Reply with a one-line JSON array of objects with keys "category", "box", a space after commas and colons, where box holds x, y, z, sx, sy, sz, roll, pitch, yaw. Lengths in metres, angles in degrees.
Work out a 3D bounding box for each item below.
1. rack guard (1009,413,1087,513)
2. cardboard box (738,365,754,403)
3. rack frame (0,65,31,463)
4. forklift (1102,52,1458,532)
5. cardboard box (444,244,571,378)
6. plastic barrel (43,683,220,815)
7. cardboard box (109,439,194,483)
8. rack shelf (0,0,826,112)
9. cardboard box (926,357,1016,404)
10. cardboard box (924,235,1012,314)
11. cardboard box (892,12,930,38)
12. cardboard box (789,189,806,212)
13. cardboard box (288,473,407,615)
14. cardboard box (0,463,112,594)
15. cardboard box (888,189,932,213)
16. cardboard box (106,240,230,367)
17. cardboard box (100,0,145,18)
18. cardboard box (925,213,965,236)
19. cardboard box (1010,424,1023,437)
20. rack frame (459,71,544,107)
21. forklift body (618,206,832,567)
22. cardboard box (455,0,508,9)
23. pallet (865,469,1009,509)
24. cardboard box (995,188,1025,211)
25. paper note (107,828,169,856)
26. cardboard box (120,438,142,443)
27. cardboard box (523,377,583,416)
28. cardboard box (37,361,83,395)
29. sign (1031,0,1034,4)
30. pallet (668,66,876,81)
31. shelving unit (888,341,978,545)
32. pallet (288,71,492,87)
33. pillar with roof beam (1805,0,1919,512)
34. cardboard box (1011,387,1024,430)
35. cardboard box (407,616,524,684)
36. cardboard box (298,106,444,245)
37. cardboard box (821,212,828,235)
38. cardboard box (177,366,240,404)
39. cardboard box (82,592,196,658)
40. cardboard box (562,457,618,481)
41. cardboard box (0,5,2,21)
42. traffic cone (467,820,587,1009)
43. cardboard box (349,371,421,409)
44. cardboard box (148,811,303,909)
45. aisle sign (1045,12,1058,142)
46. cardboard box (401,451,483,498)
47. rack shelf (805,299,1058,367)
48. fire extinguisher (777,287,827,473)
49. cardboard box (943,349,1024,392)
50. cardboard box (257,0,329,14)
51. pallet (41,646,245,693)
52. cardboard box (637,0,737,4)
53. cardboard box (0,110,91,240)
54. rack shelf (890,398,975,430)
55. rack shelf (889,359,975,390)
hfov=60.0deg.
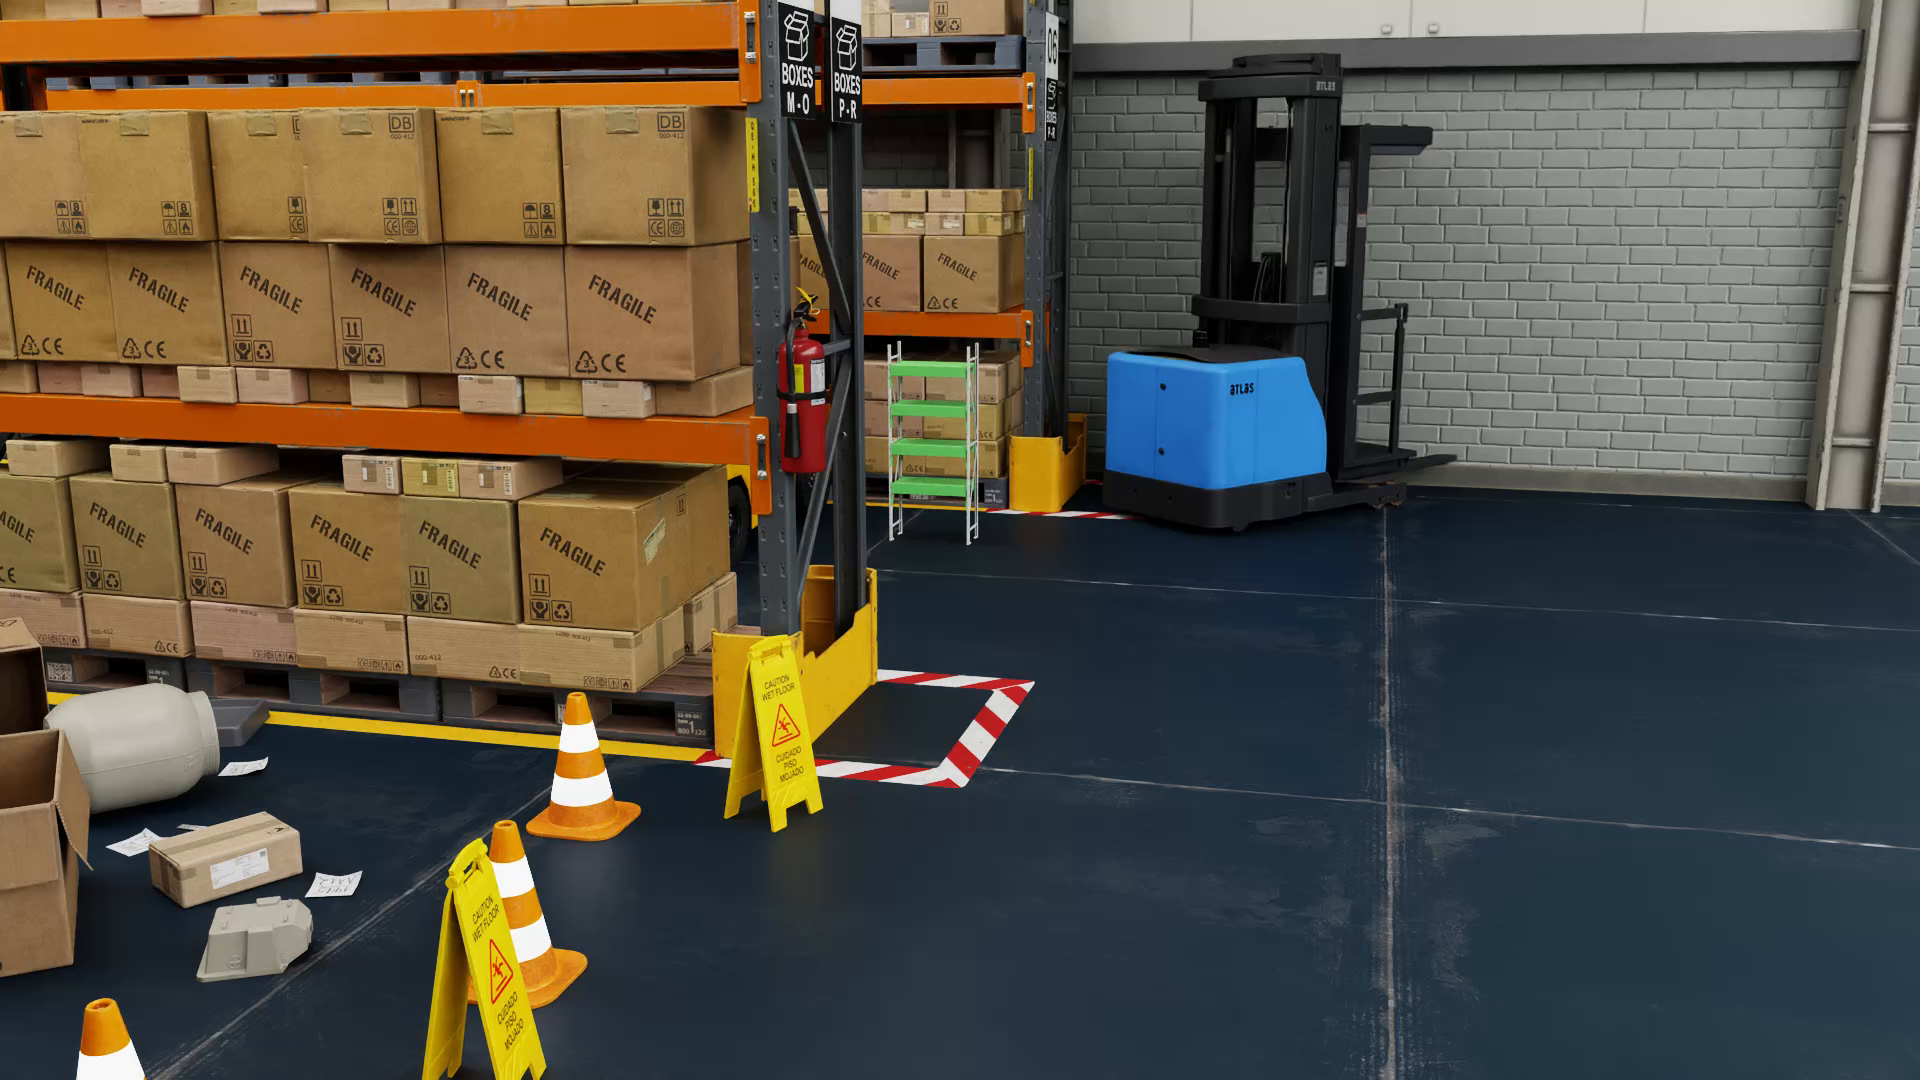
[{"category": "rack guard", "box": [0.623, -0.554, 11.579, 0.348, 0.500, 1.175, 3, 13, 14]}, {"category": "cardboard box", "box": [-0.867, -0.671, 6.911, 0.250, 0.149, 0.380, 3, 13, 14]}, {"category": "rack frame", "box": [-4.470, -0.940, 7.543, 0.127, 3.000, 1.000, 3, 13, 14]}, {"category": "forklift", "box": [2.408, -1.715, 11.198, 3.031, 2.935, 1.130, -10, 16, -37]}, {"category": "cardboard box", "box": [-1.664, -0.923, 6.552, 0.500, 0.500, 0.500, 3, 13, 14]}, {"category": "plastic barrel", "box": [-2.954, 0.737, 5.935, 0.512, 0.421, 0.421, -9, 15, -35]}, {"category": "cardboard box", "box": [-3.355, -0.352, 7.046, 0.250, 0.149, 0.380, 4, 13, 16]}, {"category": "rack shelf", "box": [-2.528, -1.949, 6.829, 4.000, 0.370, 1.077, 3, 13, 14]}, {"category": "cardboard box", "box": [0.077, -1.085, 11.270, 0.500, 0.250, 0.500, 4, 13, 15]}, {"category": "cardboard box", "box": [0.059, -1.795, 11.169, 0.500, 0.500, 0.500, 3, 13, 12]}, {"category": "cardboard box", "box": [-0.278, -3.351, 10.865, 0.250, 0.149, 0.380, 3, 13, 12]}, {"category": "cardboard box", "box": [-1.062, -2.306, 11.288, 0.250, 0.149, 0.380, 3, 13, 15]}, {"category": "cardboard box", "box": [-2.422, -0.002, 6.963, 0.500, 0.500, 0.500, 3, 13, 12]}, {"category": "cardboard box", "box": [-3.962, -0.081, 7.321, 0.500, 0.500, 0.500, 4, 13, 16]}, {"category": "cardboard box", "box": [-0.306, -2.275, 11.148, 0.250, 0.149, 0.380, 3, 13, 15]}, {"category": "cardboard box", "box": [-3.132, -1.002, 6.908, 0.500, 0.500, 0.500, 3, 13, 13]}, {"category": "cardboard box", "box": [-3.228, -2.161, 6.704, 0.250, 0.149, 0.380, 3, 13, 12]}, {"category": "cardboard box", "box": [-0.060, -2.108, 11.080, 0.250, 0.149, 0.380, 3, 13, 14]}, {"category": "cardboard box", "box": [0.169, -0.705, 11.866, 0.500, 0.250, 0.500, 3, 13, 14]}, {"category": "rack frame", "box": [-3.284, -1.984, 12.249, 0.127, 3.000, 1.000, 3, 13, 14]}, {"category": "forklift body", "box": [-1.679, -1.076, 10.120, 1.214, 2.155, 2.313, 3, 13, 14]}, {"category": "cardboard box", "box": [-1.729, -2.088, 6.372, 0.250, 0.149, 0.380, 3, 13, 14]}, {"category": "pallet", "box": [-0.153, -0.446, 11.755, 1.213, 0.211, 1.003, 3, 13, 14]}, {"category": "cardboard box", "box": [0.324, -2.349, 11.481, 0.250, 0.149, 0.380, 3, 13, 12]}, {"category": "paper note", "box": [-2.770, 1.017, 5.606, 0.142, 0.019, 0.148, 8, 15, 33]}, {"category": "cardboard box", "box": [-3.831, -0.194, 7.831, 0.500, 0.500, 0.500, 3, 13, 13]}, {"category": "cardboard box", "box": [-1.517, -0.591, 6.554, 0.250, 0.149, 0.380, 3, 13, 13]}, {"category": "cardboard box", "box": [-3.718, -0.724, 7.150, 0.250, 0.149, 0.380, 3, 13, 13]}, {"category": "sign", "box": [0.456, -3.521, 10.390, 0.005, 0.325, 0.100, 3, 13, 14]}, {"category": "pallet", "box": [-1.269, -3.302, 11.471, 1.213, 0.211, 1.003, 3, 13, 14]}, {"category": "shelving unit", "box": [-0.161, -0.594, 10.142, 0.503, 1.200, 0.258, 3, 13, 14]}, {"category": "pallet", "box": [-4.144, -3.398, 12.139, 1.217, 0.209, 0.805, 3, 13, 11]}, {"category": "pillar with roof beam", "box": [4.933, -3.714, 6.197, 0.400, 9.000, 9.100, 3, 13, 14]}, {"category": "cardboard box", "box": [0.193, -0.951, 11.818, 0.500, 0.250, 0.500, 3, 13, 15]}, {"category": "cardboard box", "box": [-1.937, 0.391, 6.923, 0.500, 0.250, 0.500, 3, 13, 14]}, {"category": "cardboard box", "box": [-2.144, -1.427, 6.516, 0.500, 0.500, 0.700, 3, 13, 13]}, {"category": "cardboard box", "box": [-0.805, -2.153, 11.285, 0.250, 0.149, 0.380, 3, 13, 12]}, {"category": "cardboard box", "box": [-3.001, -0.665, 6.885, 0.250, 0.149, 0.380, 3, 13, 14]}, {"category": "cardboard box", "box": [-3.441, 0.310, 7.288, 0.500, 0.250, 0.500, 4, 13, 17]}, {"category": "cardboard box", "box": [-1.835, -0.088, 7.353, 0.500, 0.500, 0.500, 3, 13, 11]}, {"category": "cardboard box", "box": [-3.986, -2.188, 6.824, 0.250, 0.149, 0.380, 3, 13, 14]}, {"category": "traffic cone", "box": [-1.249, 1.006, 4.629, 0.334, 0.463, 0.336, 3, 13, 14]}, {"category": "cardboard box", "box": [-2.259, -0.635, 6.753, 0.250, 0.149, 0.380, 3, 13, 13]}, {"category": "cardboard box", "box": [-2.342, 1.017, 5.308, 0.250, 0.149, 0.380, 12, 17, 43]}, {"category": "aisle sign", "box": [0.593, -2.980, 10.738, 0.004, 0.787, 0.394, 3, 13, 14]}, {"category": "cardboard box", "box": [-2.042, -0.283, 6.733, 0.250, 0.149, 0.380, 3, 13, 14]}, {"category": "rack shelf", "box": [-1.342, -1.529, 11.859, 4.000, 0.370, 1.077, 3, 13, 14]}, {"category": "fire extinguisher", "box": [-0.586, -0.591, 6.153, 0.183, 0.674, 0.296, 3, 13, 14]}, {"category": "cardboard box", "box": [0.178, -1.192, 11.749, 0.500, 0.250, 0.500, 3, 13, 13]}, {"category": "cardboard box", "box": [-2.502, -2.104, 6.446, 0.250, 0.149, 0.380, 3, 13, 13]}, {"category": "pallet", "box": [-3.809, 0.449, 7.722, 1.213, 0.211, 1.003, 3, 13, 14]}, {"category": "cardboard box", "box": [-1.000, -2.033, 6.129, 0.250, 0.149, 0.380, 3, 13, 14]}, {"category": "cardboard box", "box": [-3.604, -1.522, 6.944, 0.500, 0.500, 0.700, 3, 13, 14]}, {"category": "rack shelf", "box": [-0.161, -0.766, 10.104, 0.480, 0.148, 0.258, 3, 13, 14]}, {"category": "rack shelf", "box": [-0.161, -1.001, 10.052, 0.480, 0.148, 0.258, 3, 13, 14]}]
